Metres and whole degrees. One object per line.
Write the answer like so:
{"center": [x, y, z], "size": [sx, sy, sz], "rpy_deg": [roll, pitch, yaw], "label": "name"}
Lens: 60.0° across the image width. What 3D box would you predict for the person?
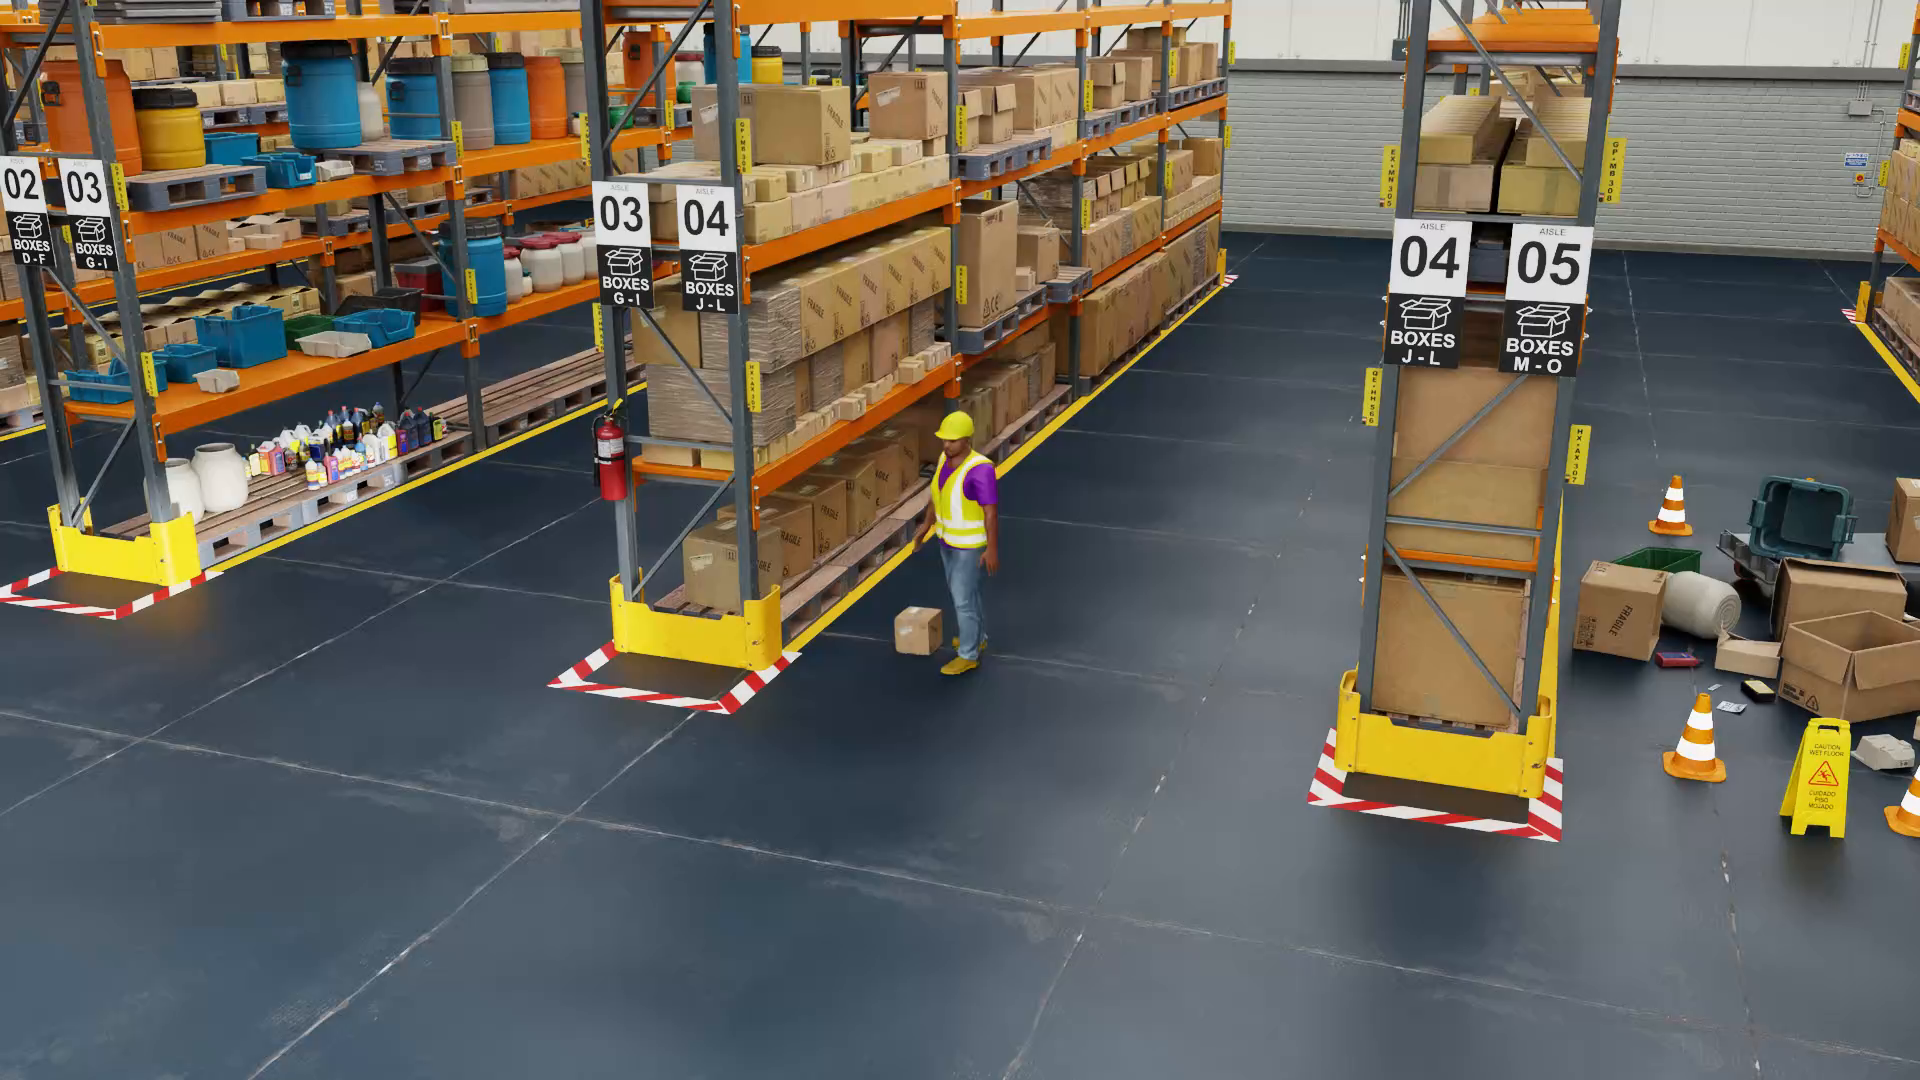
{"center": [0.011, 0.000, 11.024], "size": [0.501, 1.779, 0.693], "rpy_deg": [-9, 21, -26], "label": "person"}
